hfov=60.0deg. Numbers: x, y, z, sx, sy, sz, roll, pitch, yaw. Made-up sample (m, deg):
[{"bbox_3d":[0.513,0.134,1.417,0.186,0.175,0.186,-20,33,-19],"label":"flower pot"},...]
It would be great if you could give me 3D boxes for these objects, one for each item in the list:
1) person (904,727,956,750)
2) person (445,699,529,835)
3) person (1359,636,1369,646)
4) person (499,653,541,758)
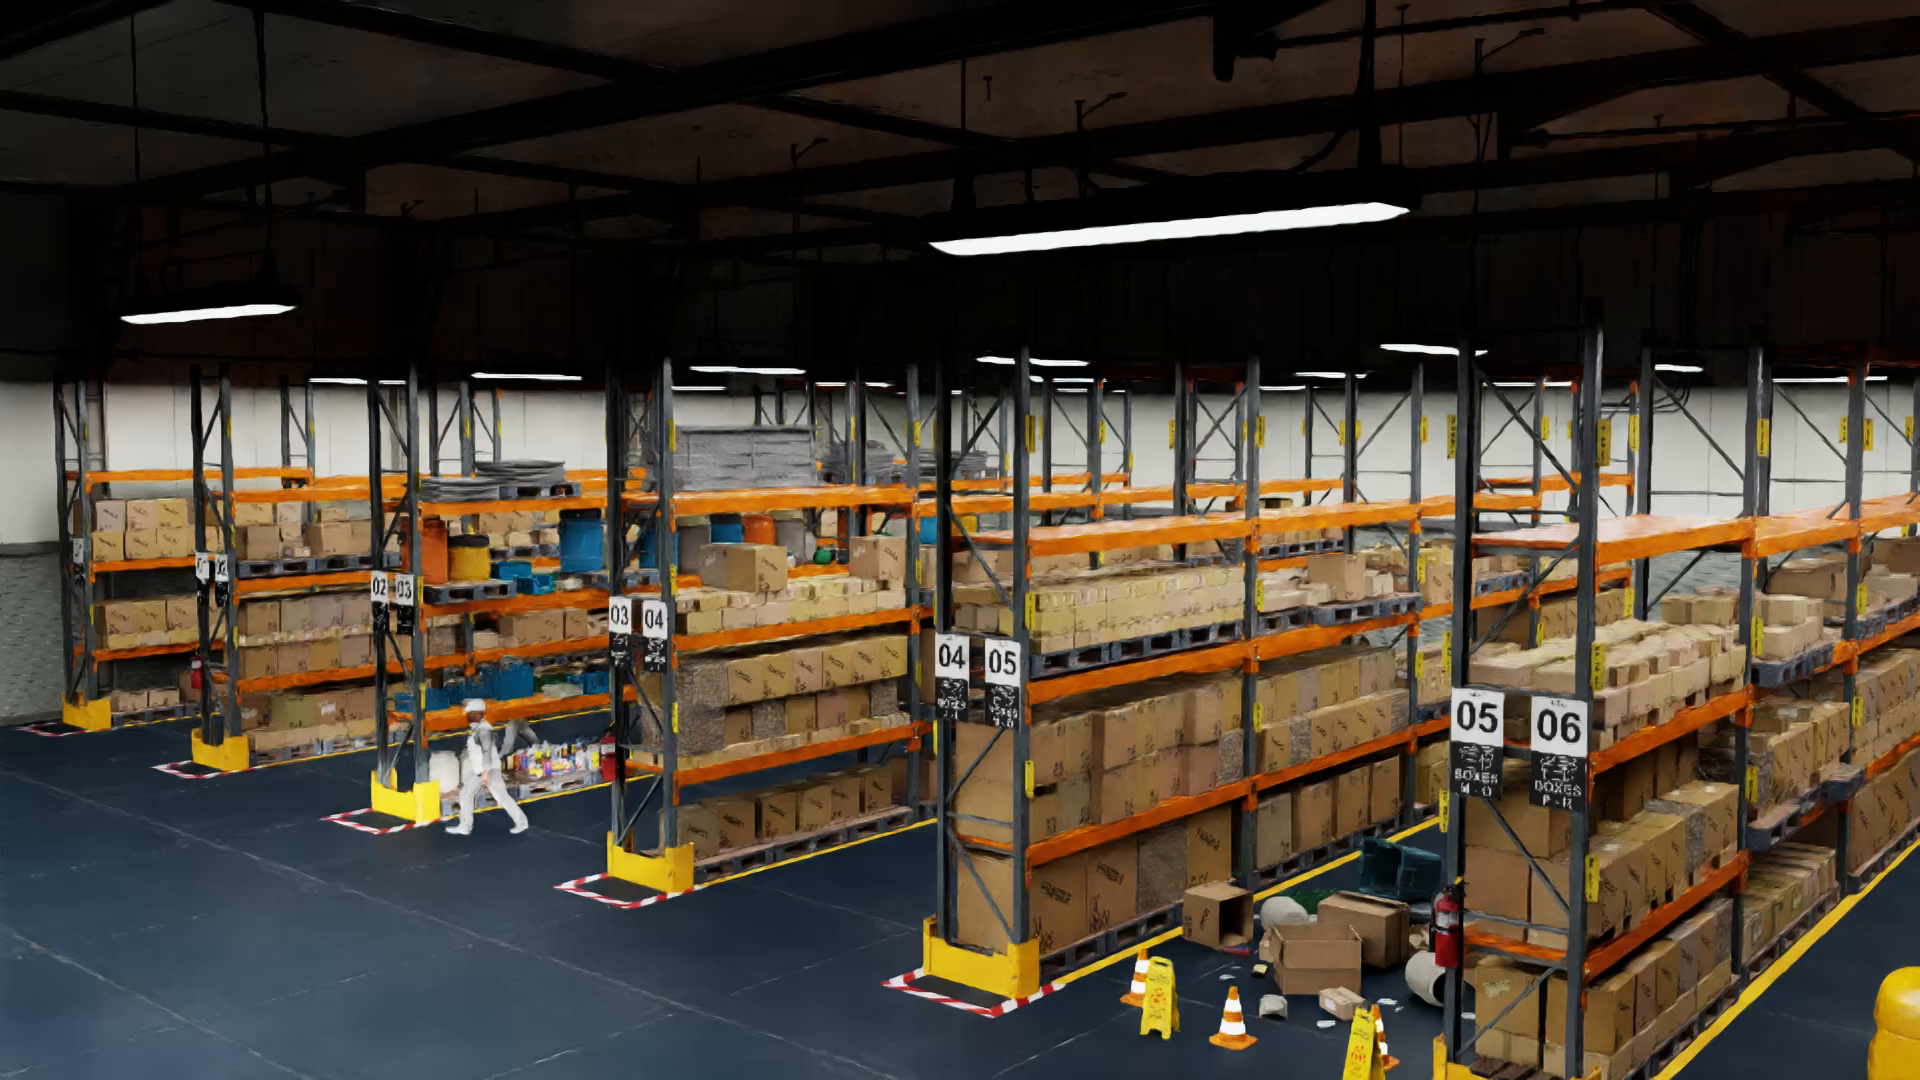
[{"bbox_3d":[-0.417,2.430,25.911,0.601,1.724,1.111,3,5,39],"label":"person"},{"bbox_3d":[-5.884,2.820,20.665,0.961,1.723,0.576,-2,5,-28],"label":"person"},{"bbox_3d":[6.701,2.379,27.506,0.447,1.557,1.078,3,5,38],"label":"person"},{"bbox_3d":[-6.696,2.514,24.904,0.542,1.675,1.126,4,6,42],"label":"person"}]
